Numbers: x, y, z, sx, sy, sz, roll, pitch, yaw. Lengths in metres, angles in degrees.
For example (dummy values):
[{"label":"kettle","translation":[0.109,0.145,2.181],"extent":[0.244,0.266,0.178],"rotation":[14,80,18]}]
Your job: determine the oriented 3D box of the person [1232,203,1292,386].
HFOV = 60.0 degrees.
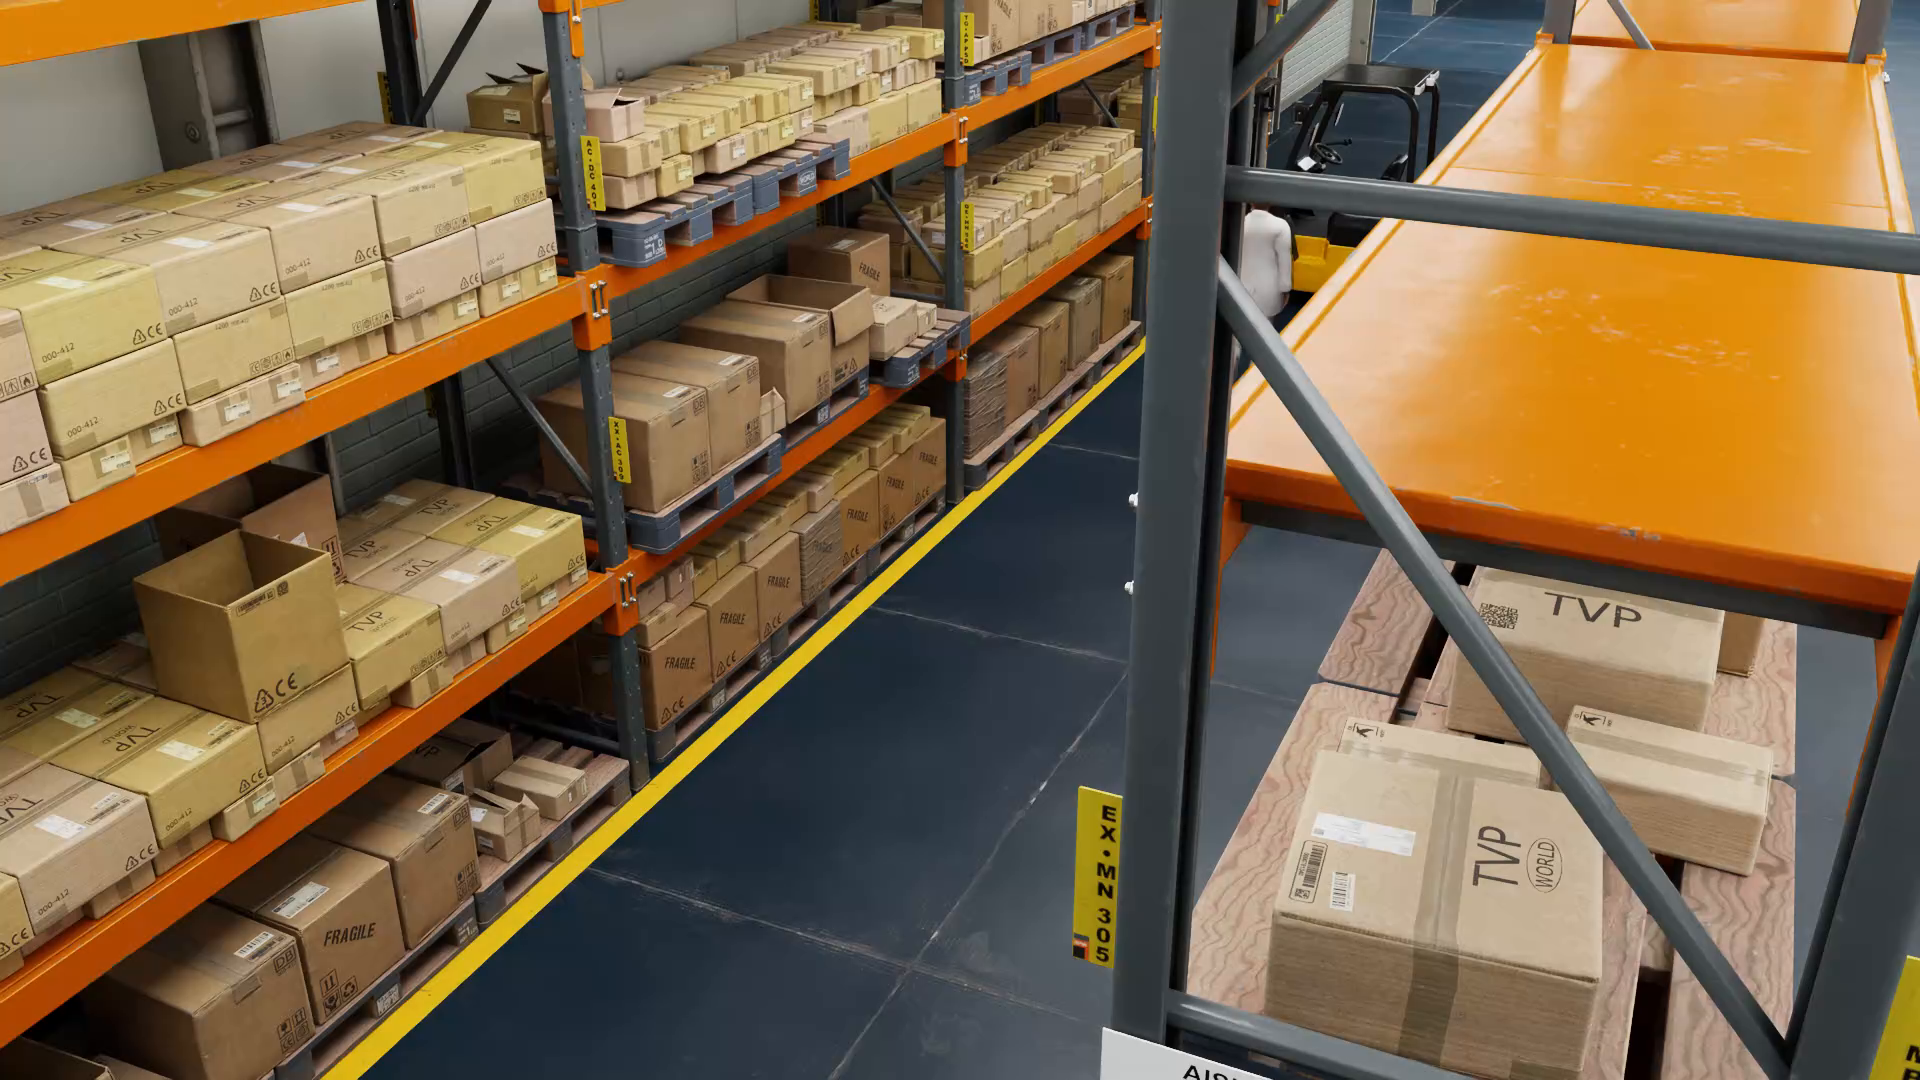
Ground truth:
[{"label":"person","translation":[2.445,-2.102,13.769],"extent":[0.594,1.757,0.717],"rotation":[9,27,18]}]
